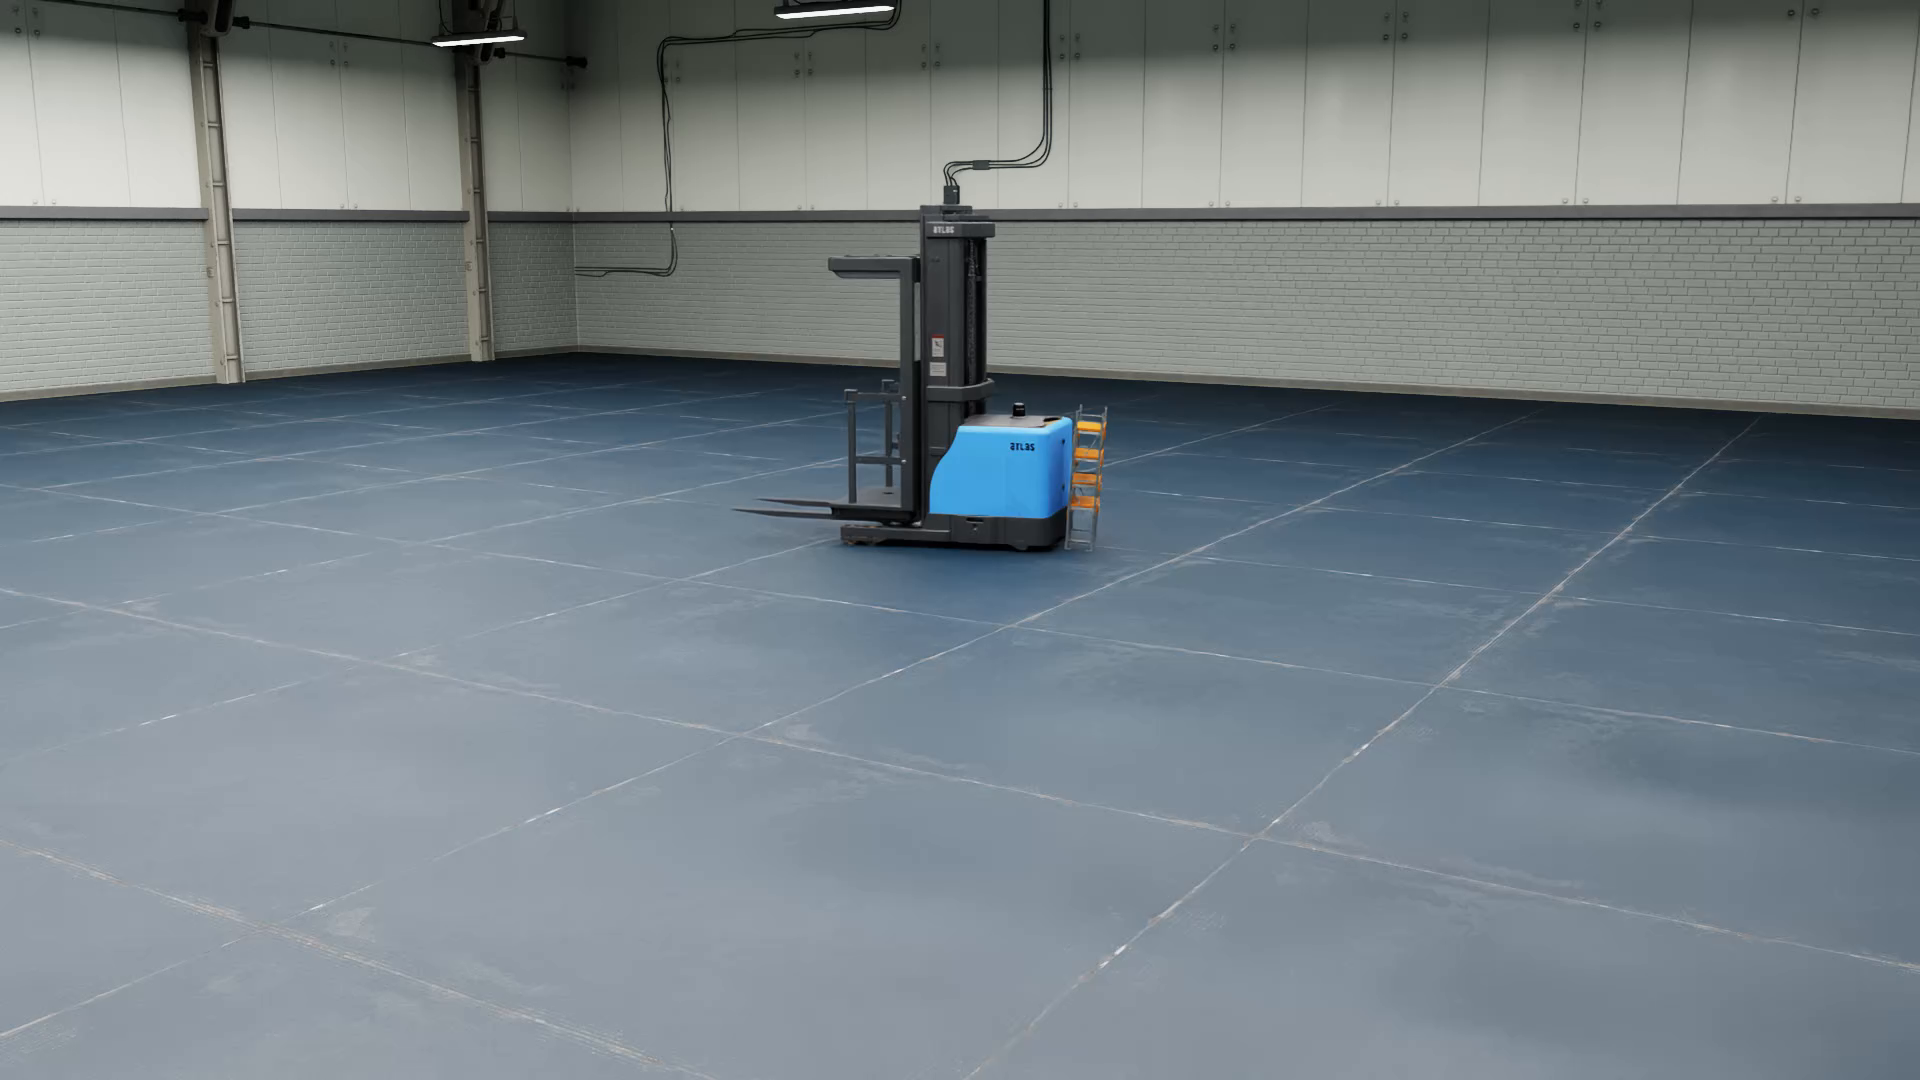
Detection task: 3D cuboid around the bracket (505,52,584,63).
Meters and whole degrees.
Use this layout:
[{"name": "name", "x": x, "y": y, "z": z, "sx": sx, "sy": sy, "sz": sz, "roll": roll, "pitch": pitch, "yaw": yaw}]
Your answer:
[{"name": "bracket", "x": -8.640, "y": -10.297, "z": 35.634, "sx": 0.076, "sy": 0.066, "sz": 3.189, "roll": 6, "pitch": 12, "yaw": 31}]

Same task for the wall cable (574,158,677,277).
[{"name": "wall cable", "x": -7.423, "y": -7.027, "z": 36.389, "sx": 3.097, "sy": 2.526, "sz": 0.112, "roll": 6, "pitch": 12, "yaw": 31}]

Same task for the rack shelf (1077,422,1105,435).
[{"name": "rack shelf", "x": 1.128, "y": -0.967, "z": 14.382, "sx": 0.221, "sy": 0.050, "sz": 0.457, "roll": 5, "pitch": 11, "yaw": 7}]

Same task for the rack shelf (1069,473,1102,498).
[{"name": "rack shelf", "x": 1.093, "y": -0.478, "z": 14.479, "sx": 0.258, "sy": 0.148, "sz": 0.480, "roll": 5, "pitch": 11, "yaw": 7}]

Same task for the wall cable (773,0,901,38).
[{"name": "wall cable", "x": -2.466, "y": -11.191, "z": 32.546, "sx": 3.097, "sy": 2.526, "sz": 0.112, "roll": 6, "pitch": 12, "yaw": 31}]

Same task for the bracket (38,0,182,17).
[{"name": "bracket", "x": -14.447, "y": -8.538, "z": 26.237, "sx": 0.076, "sy": 0.066, "sz": 4.783, "roll": 6, "pitch": 12, "yaw": 31}]

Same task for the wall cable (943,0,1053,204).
[{"name": "wall cable", "x": 0.683, "y": -9.316, "z": 30.932, "sx": 2.305, "sy": 6.003, "sz": 0.169, "roll": 6, "pitch": 12, "yaw": 31}]

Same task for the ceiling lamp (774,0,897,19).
[{"name": "ceiling lamp", "x": -1.713, "y": -9.318, "z": 24.325, "sx": 2.000, "sy": 3.185, "sz": 0.800, "roll": 6, "pitch": 12, "yaw": 31}]

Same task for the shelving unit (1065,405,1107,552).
[{"name": "shelving unit", "x": 1.098, "y": -0.544, "z": 14.466, "sx": 0.258, "sy": 1.200, "sz": 0.503, "roll": 5, "pitch": 11, "yaw": 7}]

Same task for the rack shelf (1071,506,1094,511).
[{"name": "rack shelf", "x": 1.081, "y": -0.312, "z": 14.512, "sx": 0.199, "sy": 0.029, "sz": 0.442, "roll": 5, "pitch": 11, "yaw": 7}]

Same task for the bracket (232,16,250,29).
[{"name": "bracket", "x": -12.679, "y": -9.074, "z": 29.099, "sx": 0.235, "sy": 0.232, "sz": 0.430, "roll": 6, "pitch": 12, "yaw": 31}]

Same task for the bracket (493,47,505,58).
[{"name": "bracket", "x": -9.564, "y": -10.017, "z": 34.140, "sx": 0.235, "sy": 0.232, "sz": 0.430, "roll": 6, "pitch": 12, "yaw": 31}]

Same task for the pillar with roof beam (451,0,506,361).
[{"name": "pillar with roof beam", "x": -6.403, "y": -7.805, "z": 32.106, "sx": 9.100, "sy": 9.000, "sz": 0.548, "roll": 6, "pitch": 12, "yaw": 31}]

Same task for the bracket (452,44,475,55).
[{"name": "bracket", "x": -9.995, "y": -9.887, "z": 33.442, "sx": 0.235, "sy": 0.232, "sz": 0.430, "roll": 6, "pitch": 12, "yaw": 31}]

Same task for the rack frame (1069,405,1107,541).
[{"name": "rack frame", "x": 1.131, "y": -0.589, "z": 14.704, "sx": 0.240, "sy": 1.200, "sz": 0.015, "roll": 5, "pitch": 11, "yaw": 7}]

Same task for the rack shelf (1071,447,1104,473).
[{"name": "rack shelf", "x": 1.109, "y": -0.697, "z": 14.436, "sx": 0.258, "sy": 0.148, "sz": 0.480, "roll": 5, "pitch": 11, "yaw": 7}]

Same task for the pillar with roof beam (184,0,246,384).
[{"name": "pillar with roof beam", "x": -9.518, "y": -6.862, "z": 27.066, "sx": 9.100, "sy": 9.000, "sz": 0.400, "roll": 6, "pitch": 12, "yaw": 31}]

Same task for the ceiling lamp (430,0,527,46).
[{"name": "ceiling lamp", "x": -8.029, "y": -10.024, "z": 28.096, "sx": 2.000, "sy": 3.185, "sz": 0.800, "roll": 6, "pitch": 12, "yaw": 31}]

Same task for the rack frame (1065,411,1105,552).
[{"name": "rack frame", "x": 1.065, "y": -0.499, "z": 14.229, "sx": 0.240, "sy": 1.200, "sz": 0.015, "roll": 5, "pitch": 11, "yaw": 7}]

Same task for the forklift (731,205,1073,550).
[{"name": "forklift", "x": -0.551, "y": -1.485, "z": 14.834, "sx": 3.031, "sy": 2.935, "sz": 1.130, "roll": 3, "pitch": 11, "yaw": 16}]
